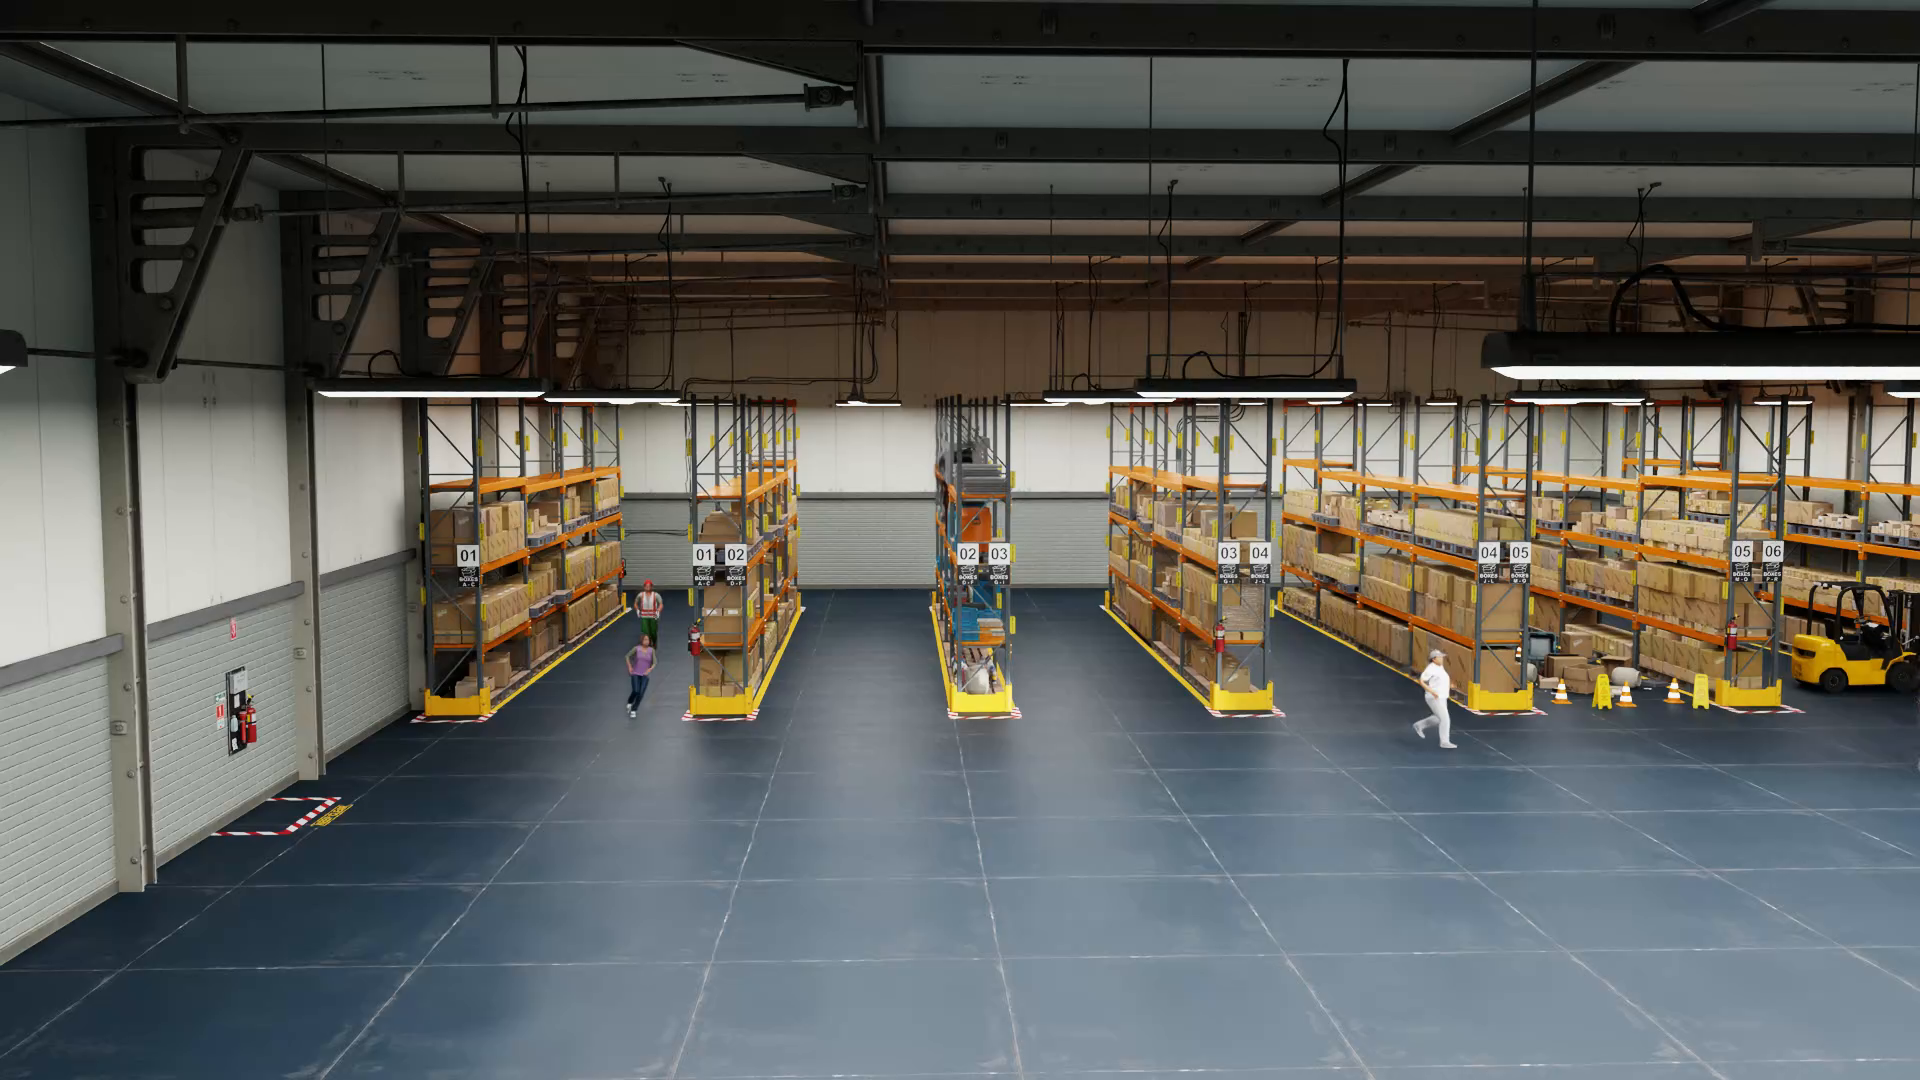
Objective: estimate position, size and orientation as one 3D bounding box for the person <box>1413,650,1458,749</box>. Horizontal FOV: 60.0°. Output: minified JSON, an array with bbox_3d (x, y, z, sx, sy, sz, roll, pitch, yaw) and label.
[{"bbox_3d":[8.062,2.684,28.219,0.842,1.635,0.621,3,6,37],"label":"person"}]

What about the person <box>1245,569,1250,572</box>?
[{"bbox_3d":[7.942,1.243,45.762,0.679,1.757,0.688,0,5,4],"label":"person"}]

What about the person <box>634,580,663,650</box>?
[{"bbox_3d":[-7.265,1.801,38.751,0.666,1.750,0.586,0,5,-6],"label":"person"}]

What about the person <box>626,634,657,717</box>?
[{"bbox_3d":[-5.914,2.522,30.942,0.567,1.539,0.493,-2,5,-21],"label":"person"}]
